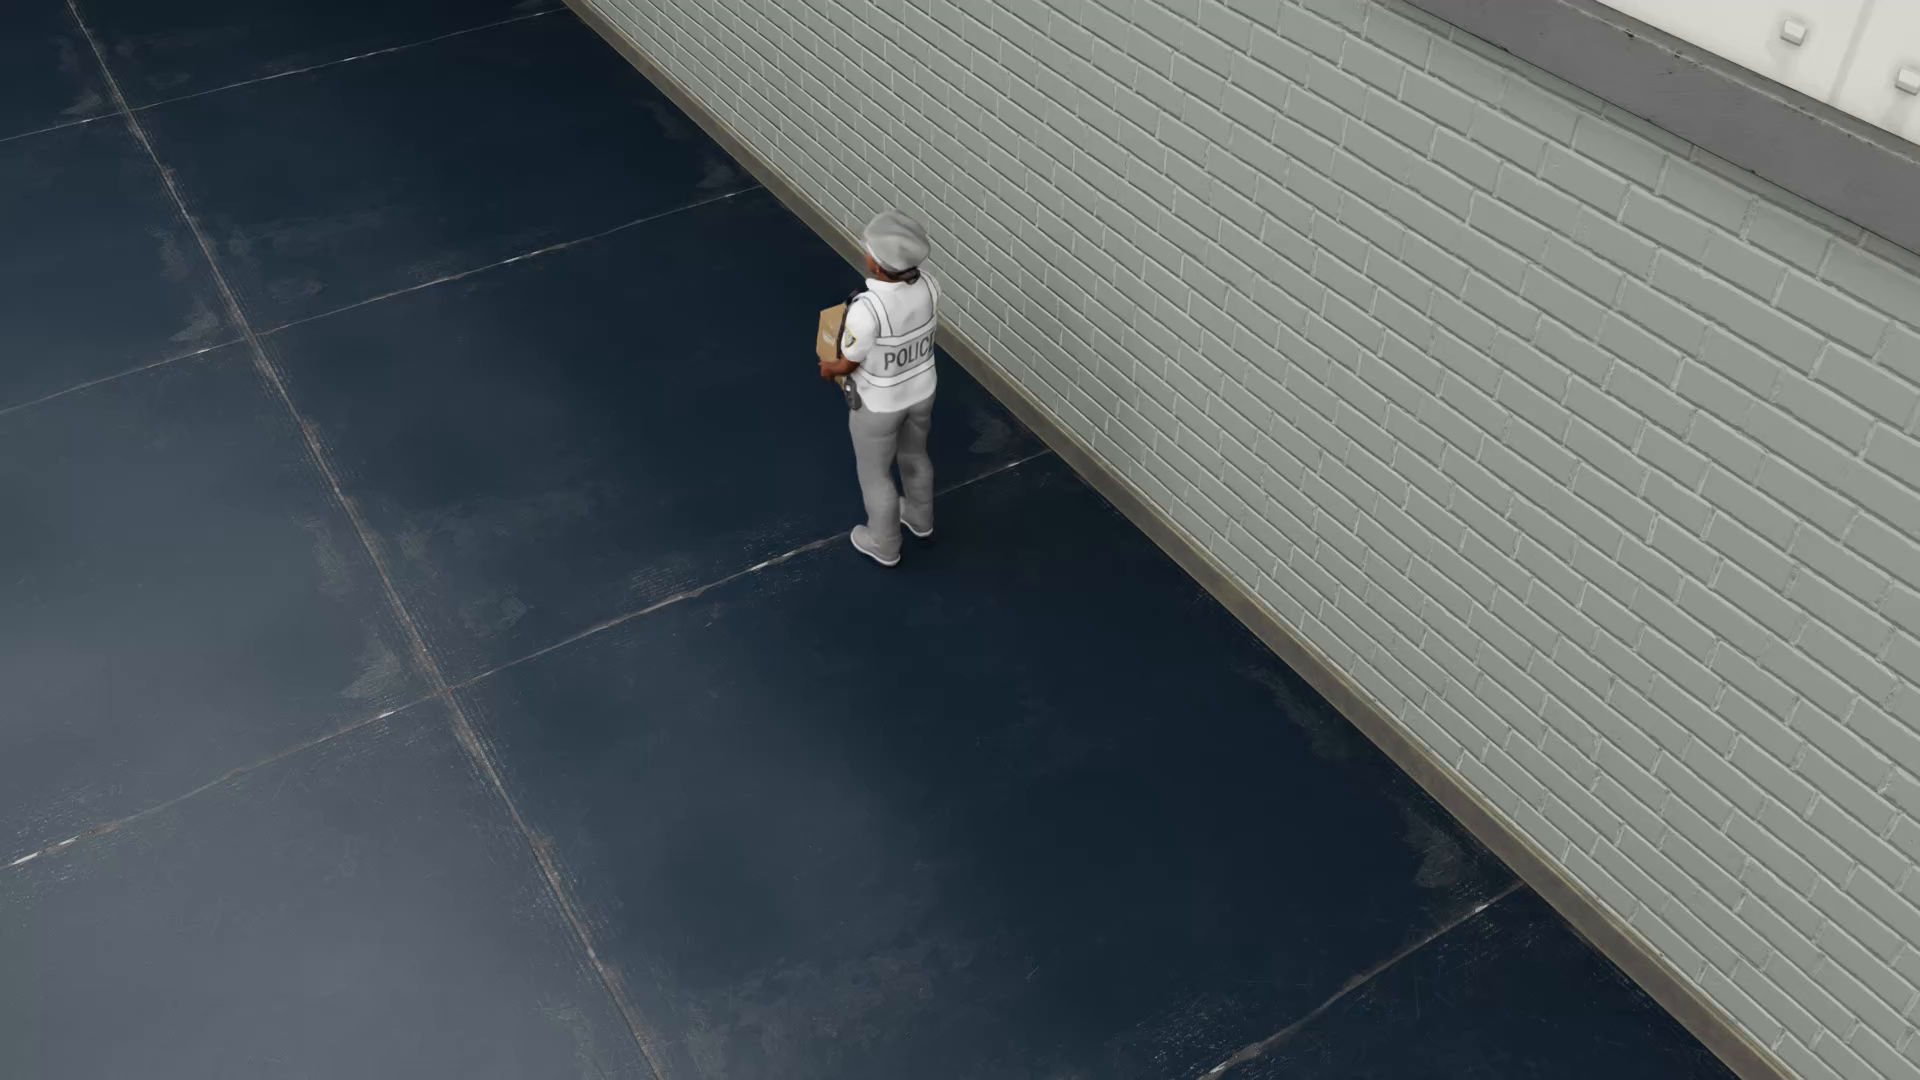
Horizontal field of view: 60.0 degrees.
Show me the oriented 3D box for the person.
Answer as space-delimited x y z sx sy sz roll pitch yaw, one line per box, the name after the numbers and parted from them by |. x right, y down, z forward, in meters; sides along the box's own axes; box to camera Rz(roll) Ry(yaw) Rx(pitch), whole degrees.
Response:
-0.320 -0.632 6.854 0.491 1.702 0.519 -31 50 -31 | person
